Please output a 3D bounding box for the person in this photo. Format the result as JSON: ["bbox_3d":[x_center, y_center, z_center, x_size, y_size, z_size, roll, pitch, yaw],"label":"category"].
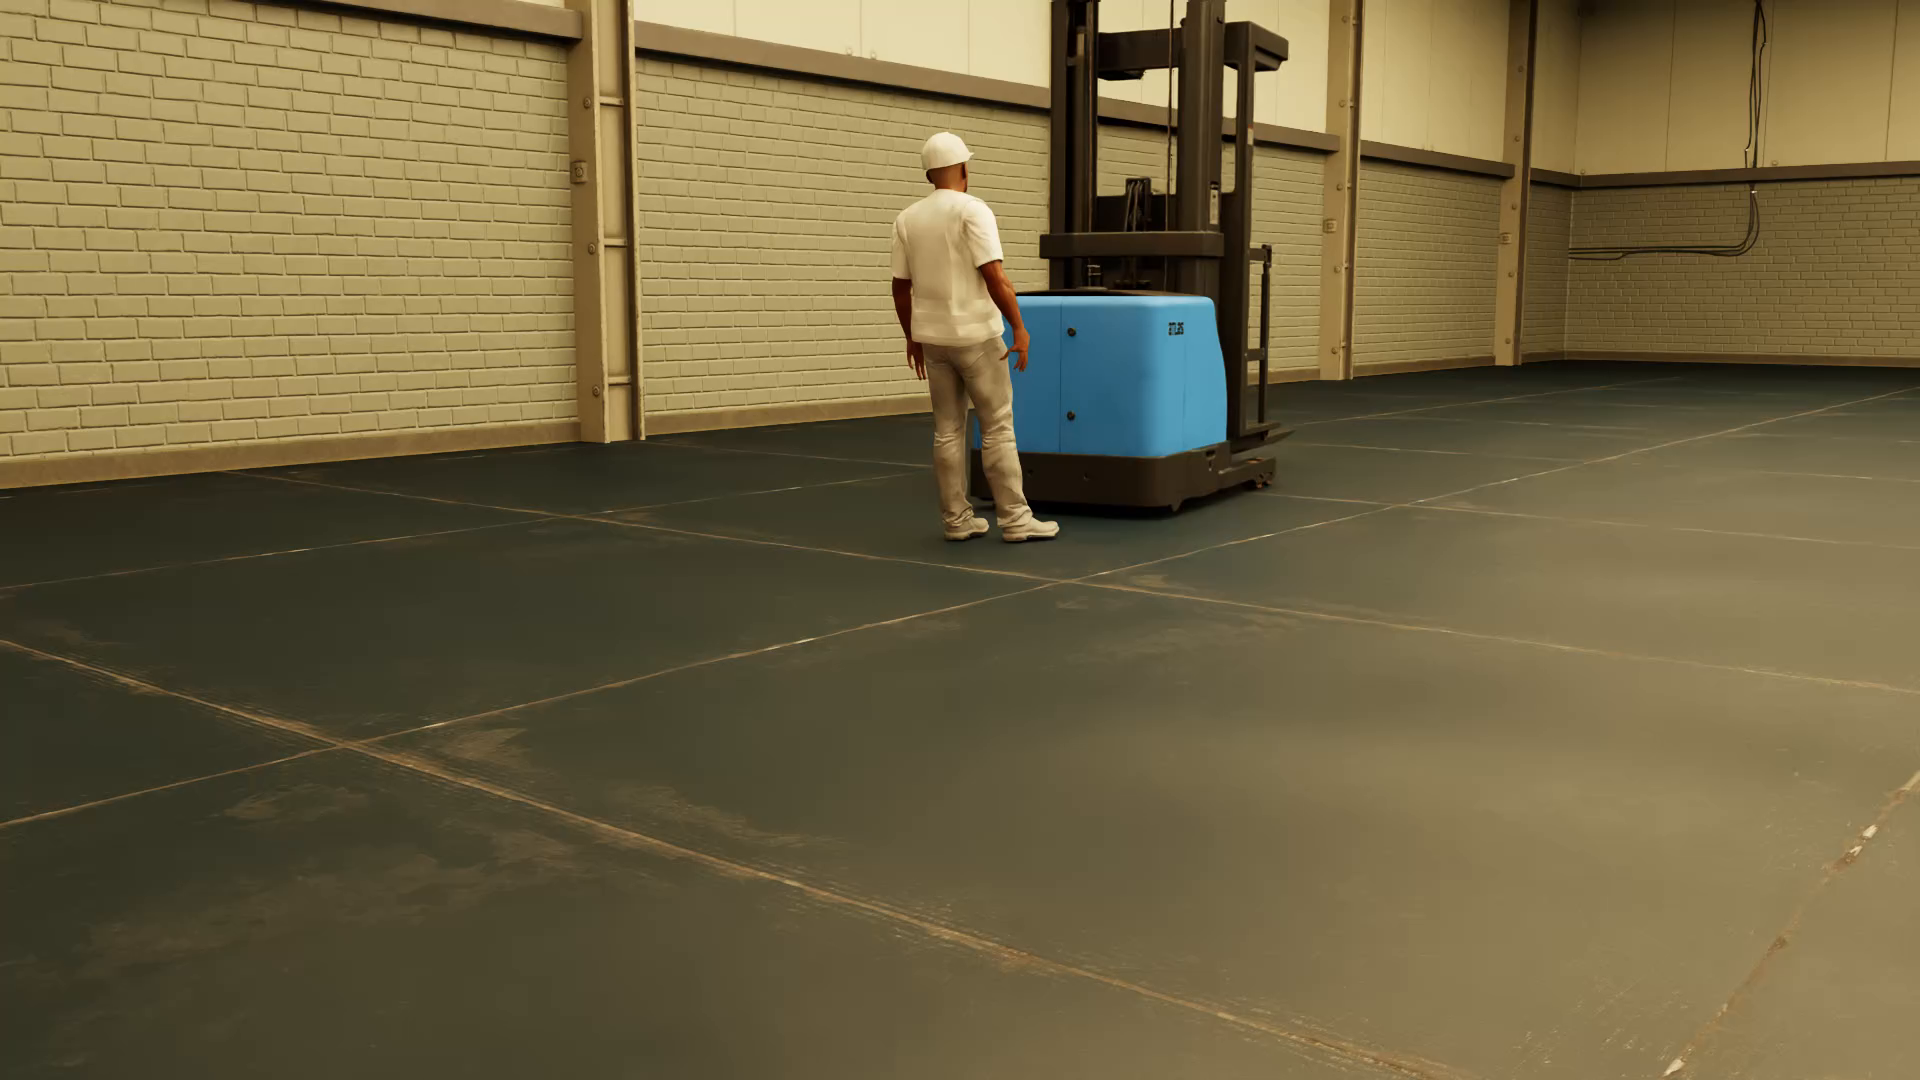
[{"bbox_3d":[0.048,-0.888,7.326,0.666,1.765,0.577,7,11,38],"label":"person"}]

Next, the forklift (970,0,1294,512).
[{"bbox_3d":[1.165,-1.761,9.317,1.130,2.935,3.031,4,9,26],"label":"forklift"}]
